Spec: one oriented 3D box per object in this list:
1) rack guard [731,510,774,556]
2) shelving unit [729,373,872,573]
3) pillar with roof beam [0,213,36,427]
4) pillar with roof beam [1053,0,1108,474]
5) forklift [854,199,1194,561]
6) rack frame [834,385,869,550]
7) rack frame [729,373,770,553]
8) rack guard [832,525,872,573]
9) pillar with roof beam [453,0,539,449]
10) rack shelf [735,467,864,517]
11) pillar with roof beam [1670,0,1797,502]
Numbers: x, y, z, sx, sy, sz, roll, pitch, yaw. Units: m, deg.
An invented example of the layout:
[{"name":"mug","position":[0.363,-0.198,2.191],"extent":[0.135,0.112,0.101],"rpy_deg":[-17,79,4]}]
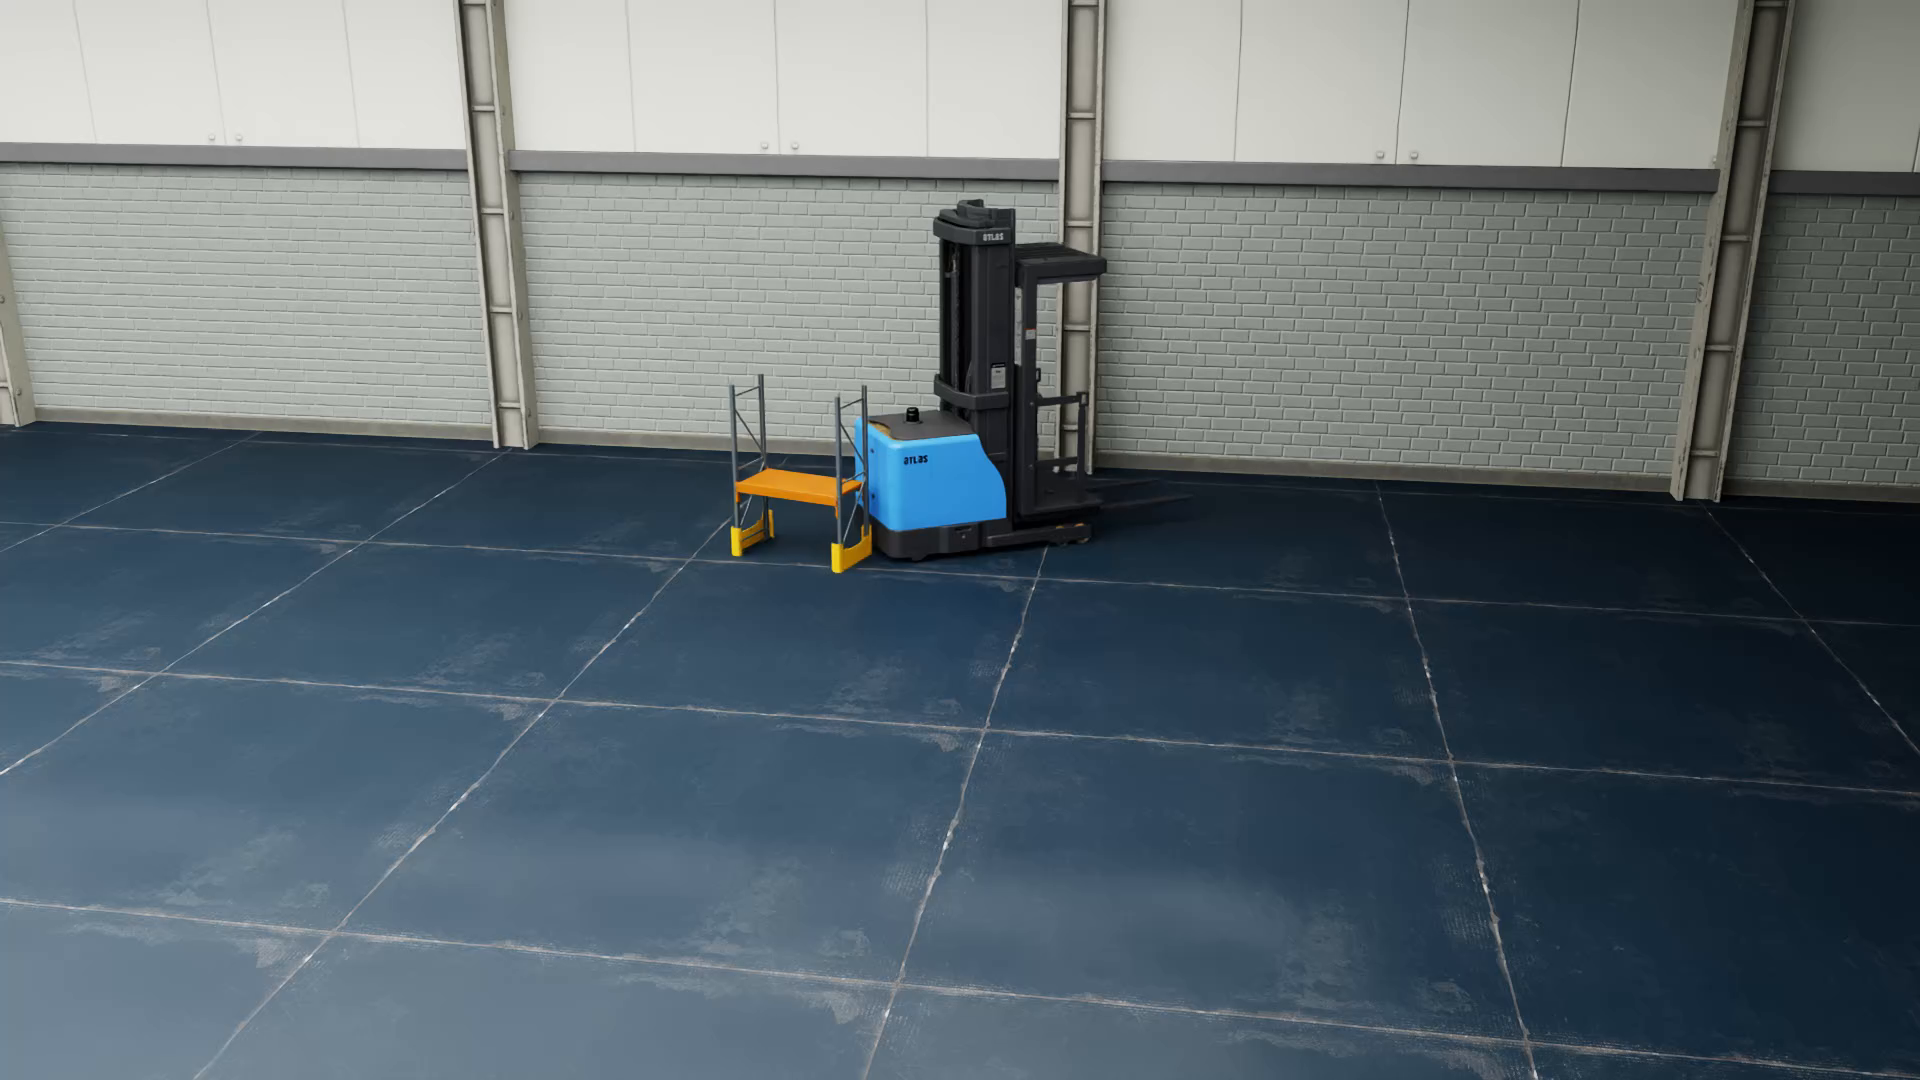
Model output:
[{"name":"rack guard","position":[-1.819,-0.065,14.602],"extent":[0.087,0.250,0.587],"rpy_deg":[9,20,24]},{"name":"shelving unit","position":[-1.370,-0.589,14.201],"extent":[1.083,1.500,0.587],"rpy_deg":[9,20,24]},{"name":"pillar with roof beam","position":[-11.365,-4.243,13.302],"extent":[0.400,9.000,9.100],"rpy_deg":[3,19,9]},{"name":"pillar with roof beam","position":[0.483,-3.639,11.497],"extent":[0.400,9.000,9.100],"rpy_deg":[3,19,9]},{"name":"forklift","position":[0.625,-1.493,14.646],"extent":[3.031,2.935,1.130],"rpy_deg":[-7,20,-21]},{"name":"rack frame","position":[-0.902,-0.519,13.990],"extent":[0.032,1.500,0.500],"rpy_deg":[9,20,24]},{"name":"rack frame","position":[-1.820,-0.657,14.404],"extent":[0.032,1.500,0.500],"rpy_deg":[9,20,24]},{"name":"rack guard","position":[-0.920,0.071,14.196],"extent":[0.087,0.250,0.587],"rpy_deg":[9,20,24]},{"name":"pillar with roof beam","position":[-5.441,-3.941,12.399],"extent":[0.400,9.000,9.100],"rpy_deg":[3,19,9]},{"name":"rack shelf","position":[-1.361,-0.418,14.254],"extent":[1.000,0.185,0.538],"rpy_deg":[9,20,24]},{"name":"pillar with roof beam","position":[6.407,-3.337,10.594],"extent":[0.400,9.000,9.100],"rpy_deg":[3,19,9]}]
